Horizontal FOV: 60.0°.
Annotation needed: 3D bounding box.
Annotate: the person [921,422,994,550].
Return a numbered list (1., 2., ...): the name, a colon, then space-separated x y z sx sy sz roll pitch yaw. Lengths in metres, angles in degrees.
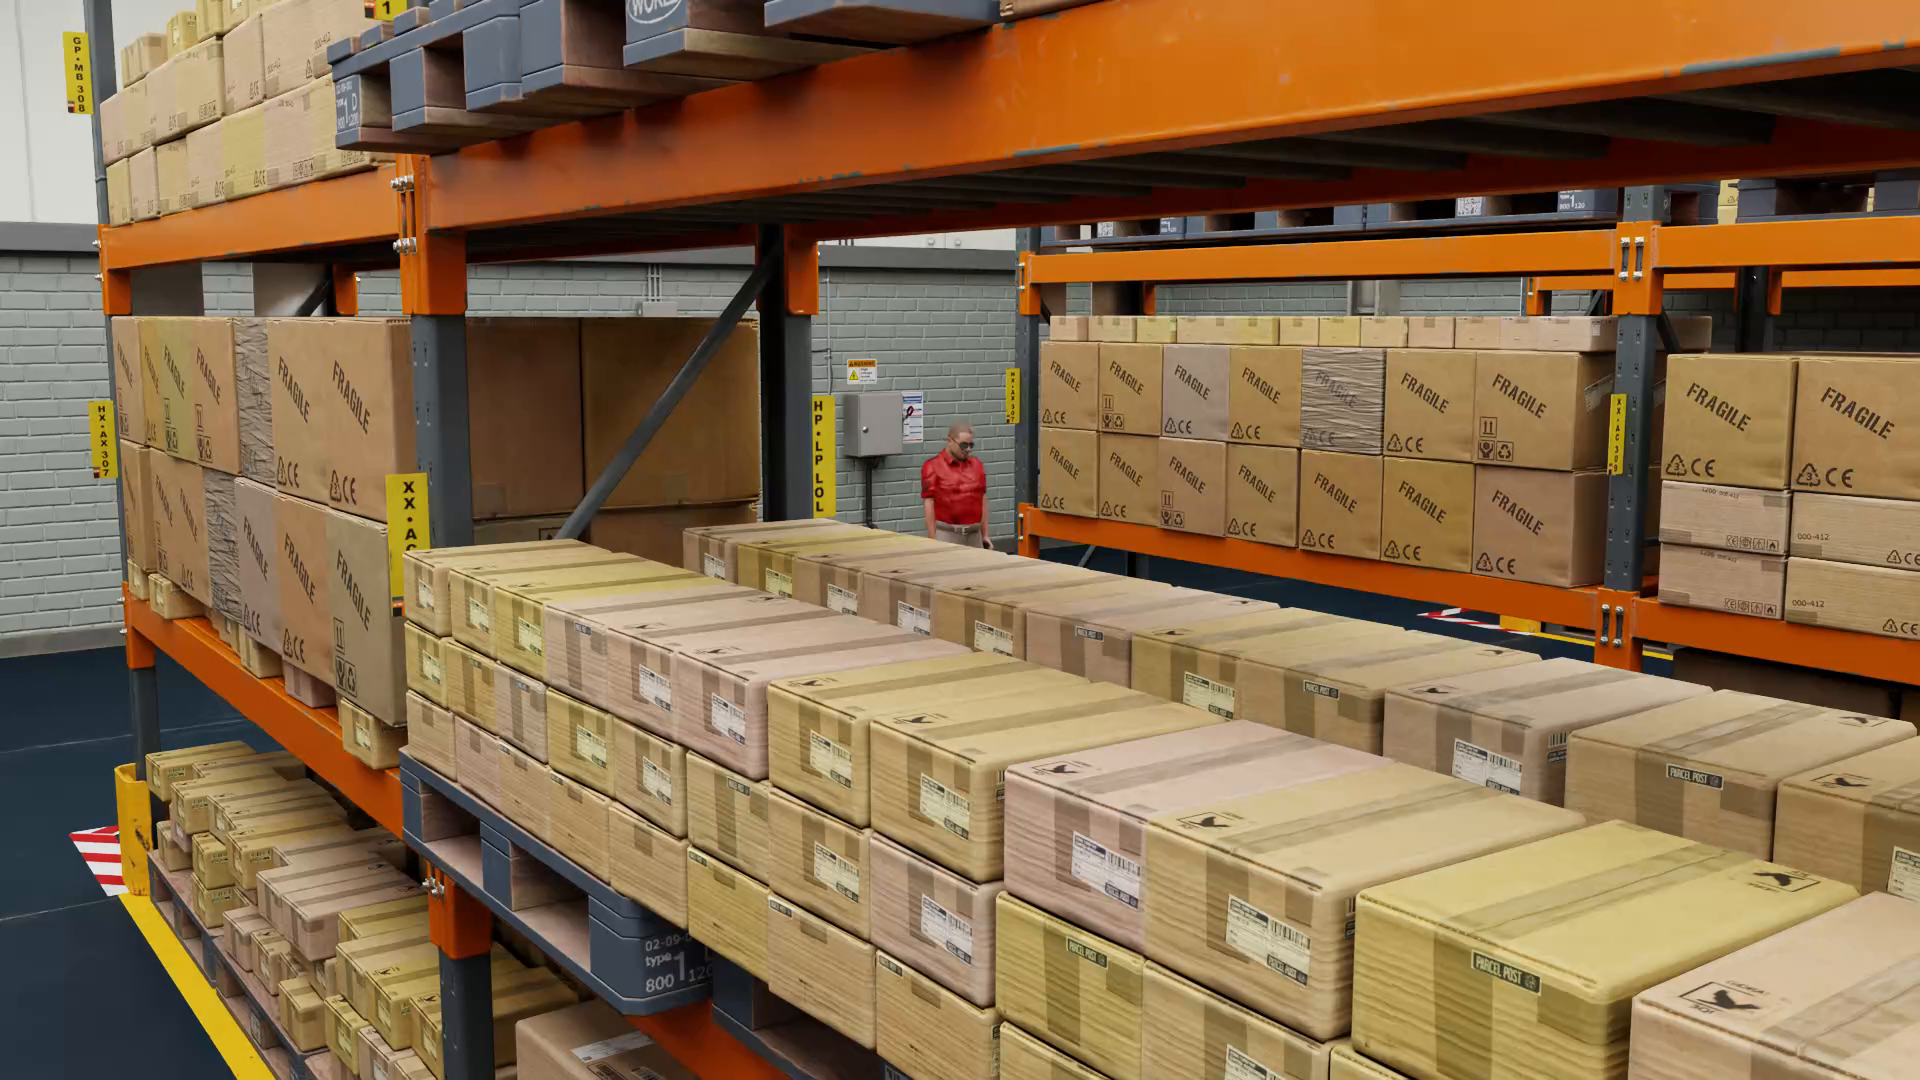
1. person: -0.013 0.027 11.743 0.534 1.719 0.356 -5 9 -35
